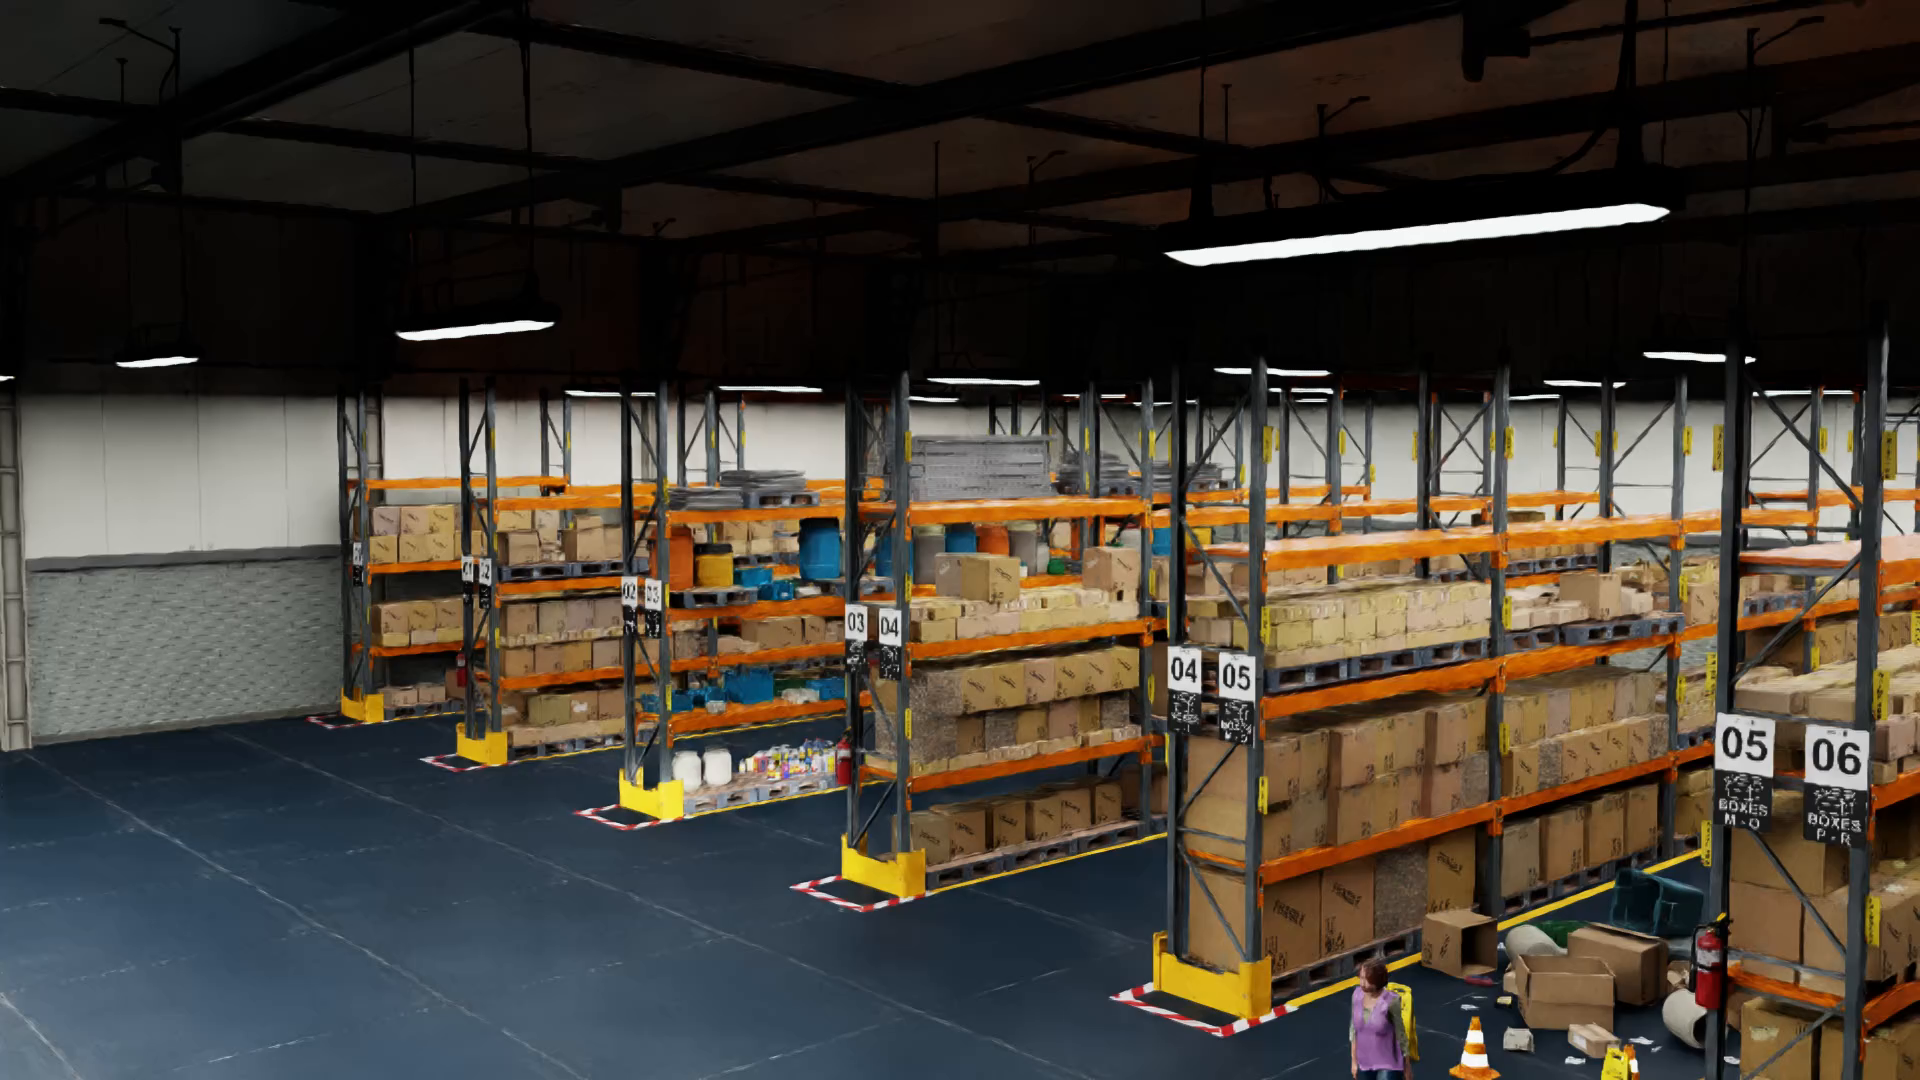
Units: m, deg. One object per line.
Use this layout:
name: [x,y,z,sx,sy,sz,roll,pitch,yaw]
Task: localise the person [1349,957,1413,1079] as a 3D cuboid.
person: [2.898,3.631,11.565,1.036,1.517,0.417,-3,5,-39]
